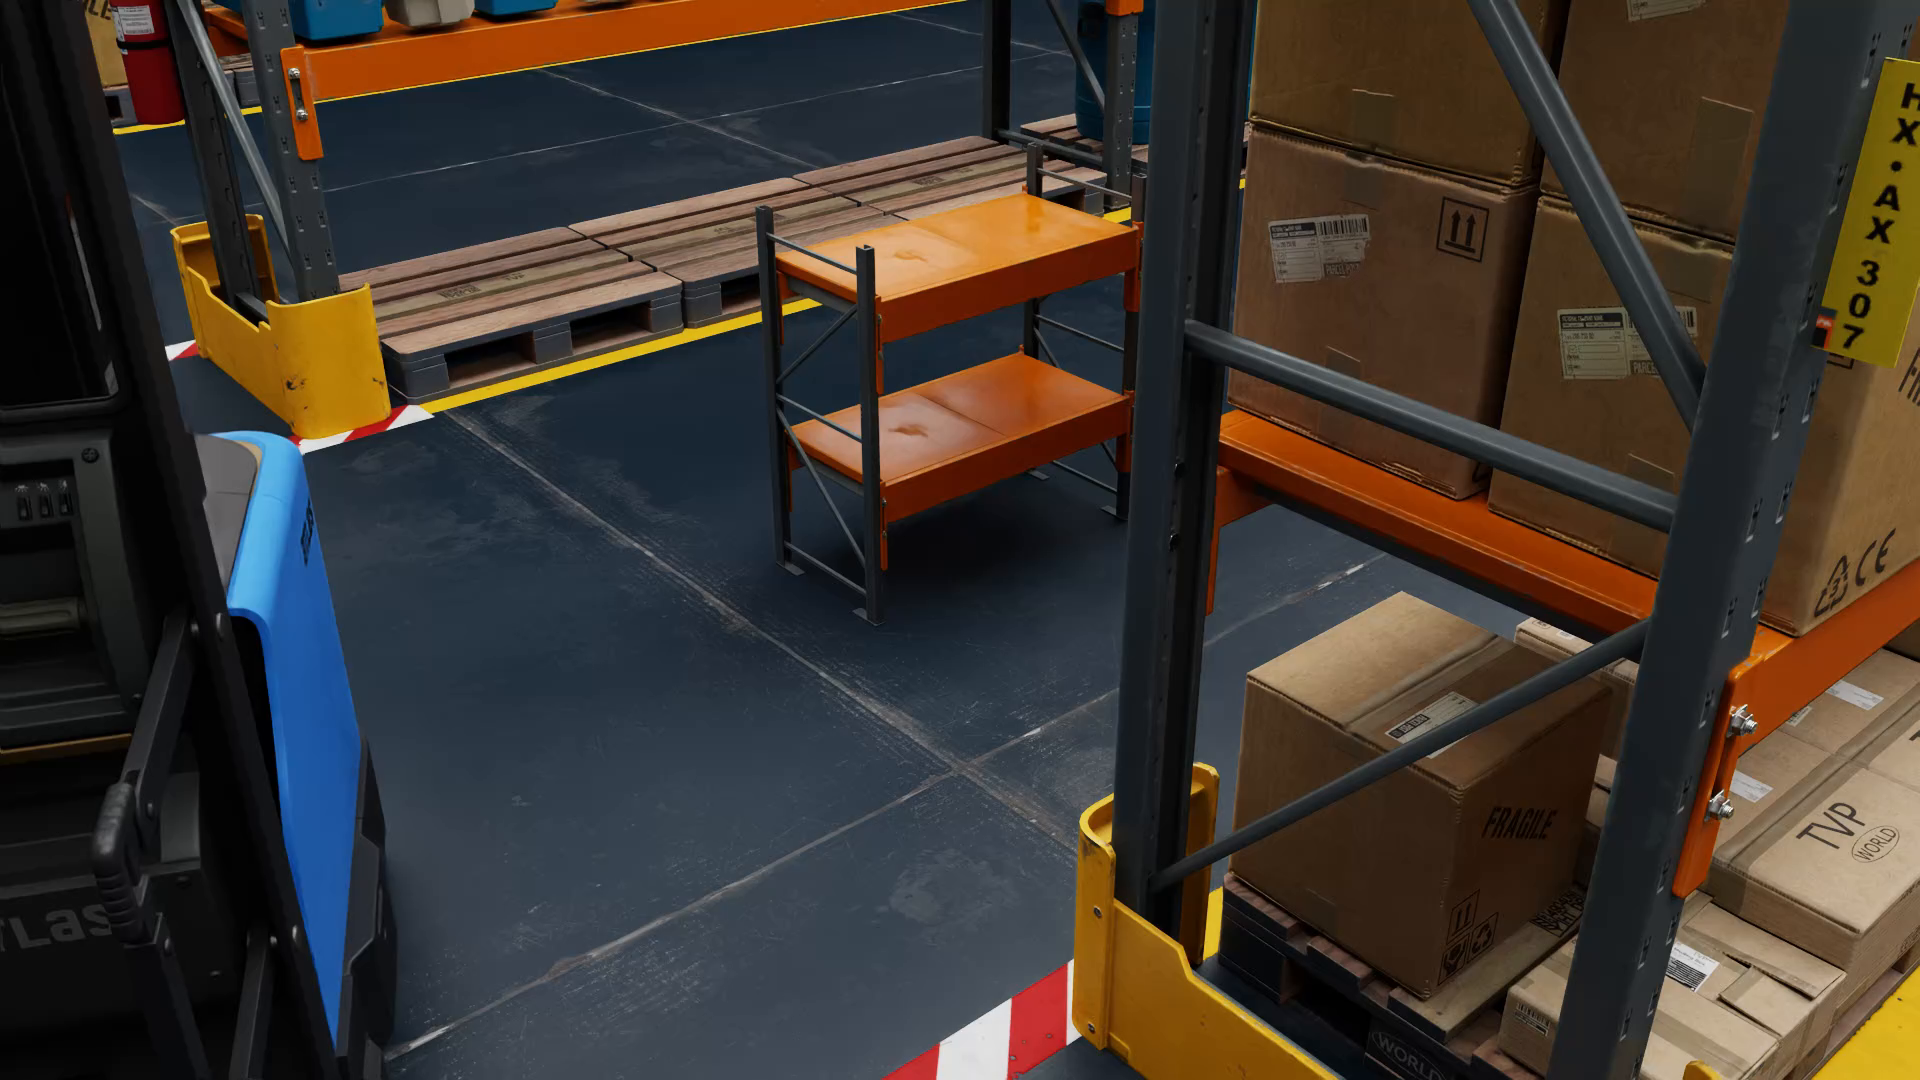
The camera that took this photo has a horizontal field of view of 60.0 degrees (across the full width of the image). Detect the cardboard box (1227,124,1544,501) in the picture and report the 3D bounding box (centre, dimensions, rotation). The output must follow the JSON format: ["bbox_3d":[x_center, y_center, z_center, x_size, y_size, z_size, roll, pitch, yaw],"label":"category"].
[{"bbox_3d":[0.818,-0.443,2.790,0.500,0.500,0.500,-21,34,-33],"label":"cardboard box"}]

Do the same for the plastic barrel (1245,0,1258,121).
[{"bbox_3d":[1.449,-2.801,9.090,0.708,0.901,0.600,-22,35,-35],"label":"plastic barrel"}]

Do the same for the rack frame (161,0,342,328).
[{"bbox_3d":[-2.558,-1.941,5.700,0.127,3.000,1.000,-22,35,-35],"label":"rack frame"}]

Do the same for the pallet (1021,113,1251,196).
[{"bbox_3d":[1.099,-2.156,9.061,1.213,0.211,1.003,-22,35,-35],"label":"pallet"}]

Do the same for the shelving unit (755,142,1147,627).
[{"bbox_3d":[-0.005,-0.494,4.981,1.048,1.125,0.538,-22,35,-35],"label":"shelving unit"}]

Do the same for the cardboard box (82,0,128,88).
[{"bbox_3d":[-5.338,-3.190,9.845,0.875,0.875,0.875,-22,35,-35],"label":"cardboard box"}]

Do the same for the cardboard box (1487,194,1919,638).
[{"bbox_3d":[1.163,-0.249,2.428,0.500,0.500,0.500,-21,35,-34],"label":"cardboard box"}]

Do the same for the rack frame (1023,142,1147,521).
[{"bbox_3d":[0.382,-0.650,5.272,0.032,1.125,0.500,-22,35,-35],"label":"rack frame"}]

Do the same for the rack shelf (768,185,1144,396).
[{"bbox_3d":[-0.005,-0.752,4.843,1.000,0.278,0.538,-22,35,-35],"label":"rack shelf"}]

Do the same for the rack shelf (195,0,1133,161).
[{"bbox_3d":[-1.036,-2.236,7.014,4.000,0.370,1.077,-22,35,-35],"label":"rack shelf"}]

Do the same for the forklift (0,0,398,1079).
[{"bbox_3d":[-1.470,0.147,1.866,1.130,2.935,3.031,-7,29,-13],"label":"forklift"}]

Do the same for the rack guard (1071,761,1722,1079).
[{"bbox_3d":[0.712,0.915,3.007,0.348,0.500,1.175,-22,35,-35],"label":"rack guard"}]

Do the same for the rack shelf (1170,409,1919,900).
[{"bbox_3d":[2.176,-0.458,3.689,4.000,0.370,1.077,-22,35,-35],"label":"rack shelf"}]

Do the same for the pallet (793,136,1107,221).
[{"bbox_3d":[-0.049,-1.696,8.200,1.213,0.211,1.003,-22,35,-35],"label":"pallet"}]

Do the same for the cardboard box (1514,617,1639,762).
[{"bbox_3d":[1.650,0.320,3.919,0.500,0.250,0.500,-22,35,-35],"label":"cardboard box"}]

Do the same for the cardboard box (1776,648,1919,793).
[{"bbox_3d":[2.013,0.484,3.612,0.500,0.250,0.500,-22,35,-35],"label":"cardboard box"}]

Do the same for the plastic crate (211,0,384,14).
[{"bbox_3d":[-2.424,-2.153,5.994,0.499,0.435,0.616,-22,35,-35],"label":"plastic crate"}]

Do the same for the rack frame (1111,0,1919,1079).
[{"bbox_3d":[0.654,-0.164,2.374,0.127,3.000,1.000,-22,35,-35],"label":"rack frame"}]

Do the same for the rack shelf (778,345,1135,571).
[{"bbox_3d":[-0.005,-0.278,5.096,1.000,0.278,0.538,-22,35,-35],"label":"rack shelf"}]

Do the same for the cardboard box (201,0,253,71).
[{"bbox_3d":[-4.645,-3.468,10.366,0.875,0.875,0.875,-22,35,-35],"label":"cardboard box"}]

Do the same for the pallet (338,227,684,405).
[{"bbox_3d":[-1.905,-0.950,6.803,1.213,0.211,1.003,-22,35,-35],"label":"pallet"}]

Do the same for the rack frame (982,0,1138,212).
[{"bbox_3d":[0.485,-3.165,7.990,0.127,3.000,1.000,-22,35,-35],"label":"rack frame"}]

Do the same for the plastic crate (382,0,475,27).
[{"bbox_3d":[-1.859,-1.877,5.796,0.298,0.136,0.250,-22,35,-35],"label":"plastic crate"}]

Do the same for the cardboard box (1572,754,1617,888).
[{"bbox_3d":[1.275,0.545,3.586,0.250,0.166,0.380,-22,35,-35],"label":"cardboard box"}]

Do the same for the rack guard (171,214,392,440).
[{"bbox_3d":[-2.568,-0.827,6.267,0.348,0.500,1.175,-22,35,-35],"label":"rack guard"}]

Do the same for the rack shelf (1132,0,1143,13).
[{"bbox_3d":[2.007,-3.459,9.304,4.000,0.370,1.077,-22,35,-35],"label":"rack shelf"}]

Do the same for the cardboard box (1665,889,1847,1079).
[{"bbox_3d":[1.386,0.810,3.091,0.250,0.166,0.380,-22,35,-35],"label":"cardboard box"}]

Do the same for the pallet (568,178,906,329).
[{"bbox_3d":[-0.978,-1.321,7.498,1.213,0.211,1.003,-22,35,-35],"label":"pallet"}]

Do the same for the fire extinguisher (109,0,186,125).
[{"bbox_3d":[-2.967,-1.859,6.025,0.183,0.674,0.296,-22,35,-35],"label":"fire extinguisher"}]

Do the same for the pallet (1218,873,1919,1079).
[{"bbox_3d":[1.318,0.799,3.532,1.213,0.211,1.003,-22,35,-35],"label":"pallet"}]

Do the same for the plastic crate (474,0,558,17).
[{"bbox_3d":[-1.655,-2.053,6.022,0.300,0.233,0.416,-22,35,-35],"label":"plastic crate"}]

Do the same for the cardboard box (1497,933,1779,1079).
[{"bbox_3d":[1.196,0.895,2.952,0.250,0.149,0.380,-22,35,-35],"label":"cardboard box"}]

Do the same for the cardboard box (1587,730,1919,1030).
[{"bbox_3d":[1.632,0.637,3.326,0.500,0.250,0.500,-22,35,-35],"label":"cardboard box"}]

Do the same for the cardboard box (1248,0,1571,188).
[{"bbox_3d":[0.814,-0.884,2.554,0.500,0.500,0.500,-22,35,-35],"label":"cardboard box"}]

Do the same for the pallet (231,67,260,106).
[{"bbox_3d":[-4.287,-3.131,10.885,1.213,0.211,1.003,-22,35,-35],"label":"pallet"}]

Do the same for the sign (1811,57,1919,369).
[{"bbox_3d":[1.007,-0.351,1.806,0.005,0.325,0.100,-22,35,-35],"label":"sign"}]

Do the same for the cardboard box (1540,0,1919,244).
[{"bbox_3d":[1.163,-0.690,2.192,0.500,0.500,0.500,-21,34,-33],"label":"cardboard box"}]

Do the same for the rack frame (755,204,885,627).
[{"bbox_3d":[-0.392,-0.339,4.690,0.032,1.125,0.500,-22,35,-35],"label":"rack frame"}]

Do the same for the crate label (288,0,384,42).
[{"bbox_3d":[-2.156,-1.851,5.646,0.303,0.233,0.416,-22,35,-35],"label":"crate label"}]

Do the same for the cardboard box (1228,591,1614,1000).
[{"bbox_3d":[0.908,0.490,3.336,0.500,0.500,0.500,-22,35,-35],"label":"cardboard box"}]

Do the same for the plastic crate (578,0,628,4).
[{"bbox_3d":[-1.342,-2.085,6.185,0.298,0.136,0.250,-22,35,-35],"label":"plastic crate"}]

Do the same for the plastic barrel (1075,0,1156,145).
[{"bbox_3d":[0.910,-2.585,8.685,0.708,0.901,0.600,-22,35,-35],"label":"plastic barrel"}]

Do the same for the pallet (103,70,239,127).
[{"bbox_3d":[-5.215,-2.760,10.190,1.213,0.211,1.003,-22,35,-35],"label":"pallet"}]

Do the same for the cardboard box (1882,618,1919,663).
[{"bbox_3d":[2.271,0.096,4.070,0.637,0.503,0.797,-22,35,-35],"label":"cardboard box"}]
